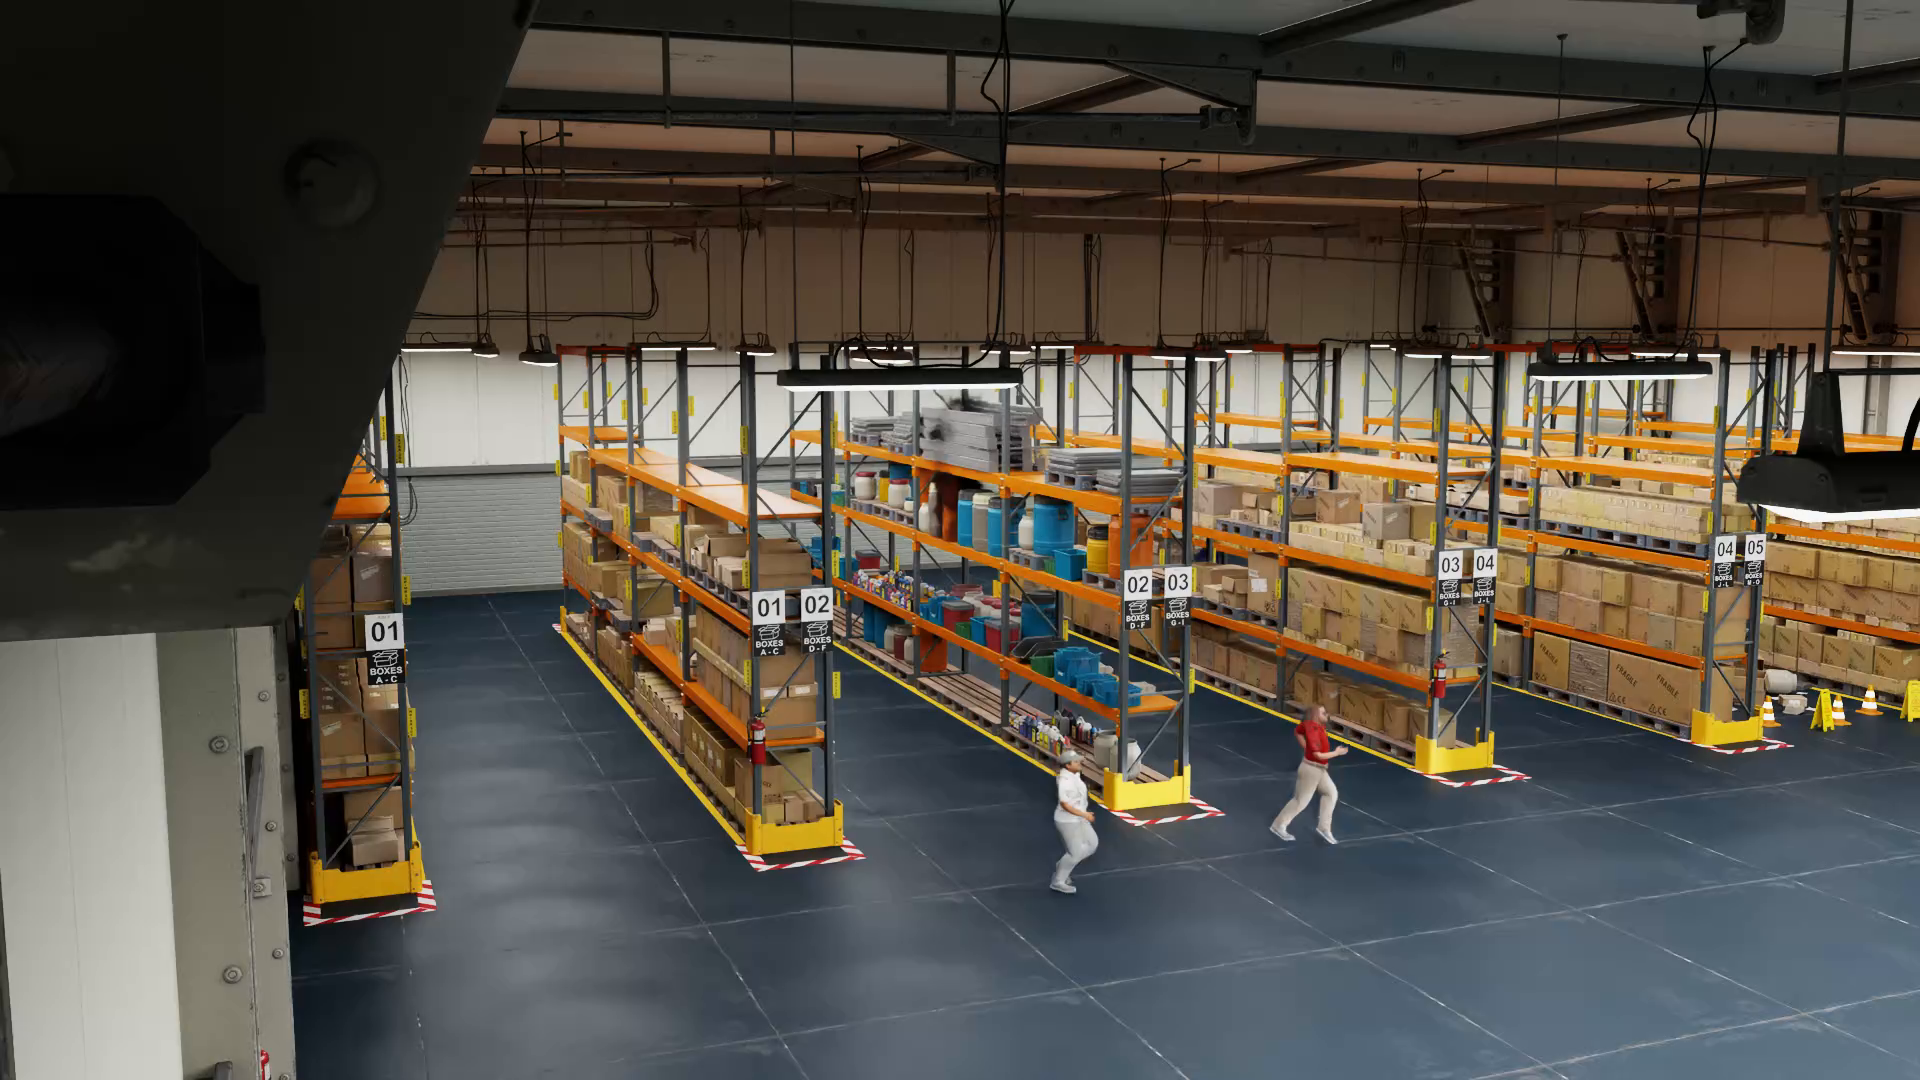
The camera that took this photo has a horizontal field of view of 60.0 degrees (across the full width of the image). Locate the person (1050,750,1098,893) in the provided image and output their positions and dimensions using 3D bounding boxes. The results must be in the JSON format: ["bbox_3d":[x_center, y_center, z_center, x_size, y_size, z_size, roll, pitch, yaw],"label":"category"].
[{"bbox_3d":[1.286,3.163,18.747,0.527,1.617,0.617,1,7,10],"label":"person"}]

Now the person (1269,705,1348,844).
[{"bbox_3d":[4.306,2.895,20.489,0.920,1.789,0.674,2,7,15],"label":"person"}]

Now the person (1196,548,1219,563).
[{"bbox_3d":[6.314,0.242,41.697,0.754,1.668,0.586,-4,8,-28],"label":"person"}]
